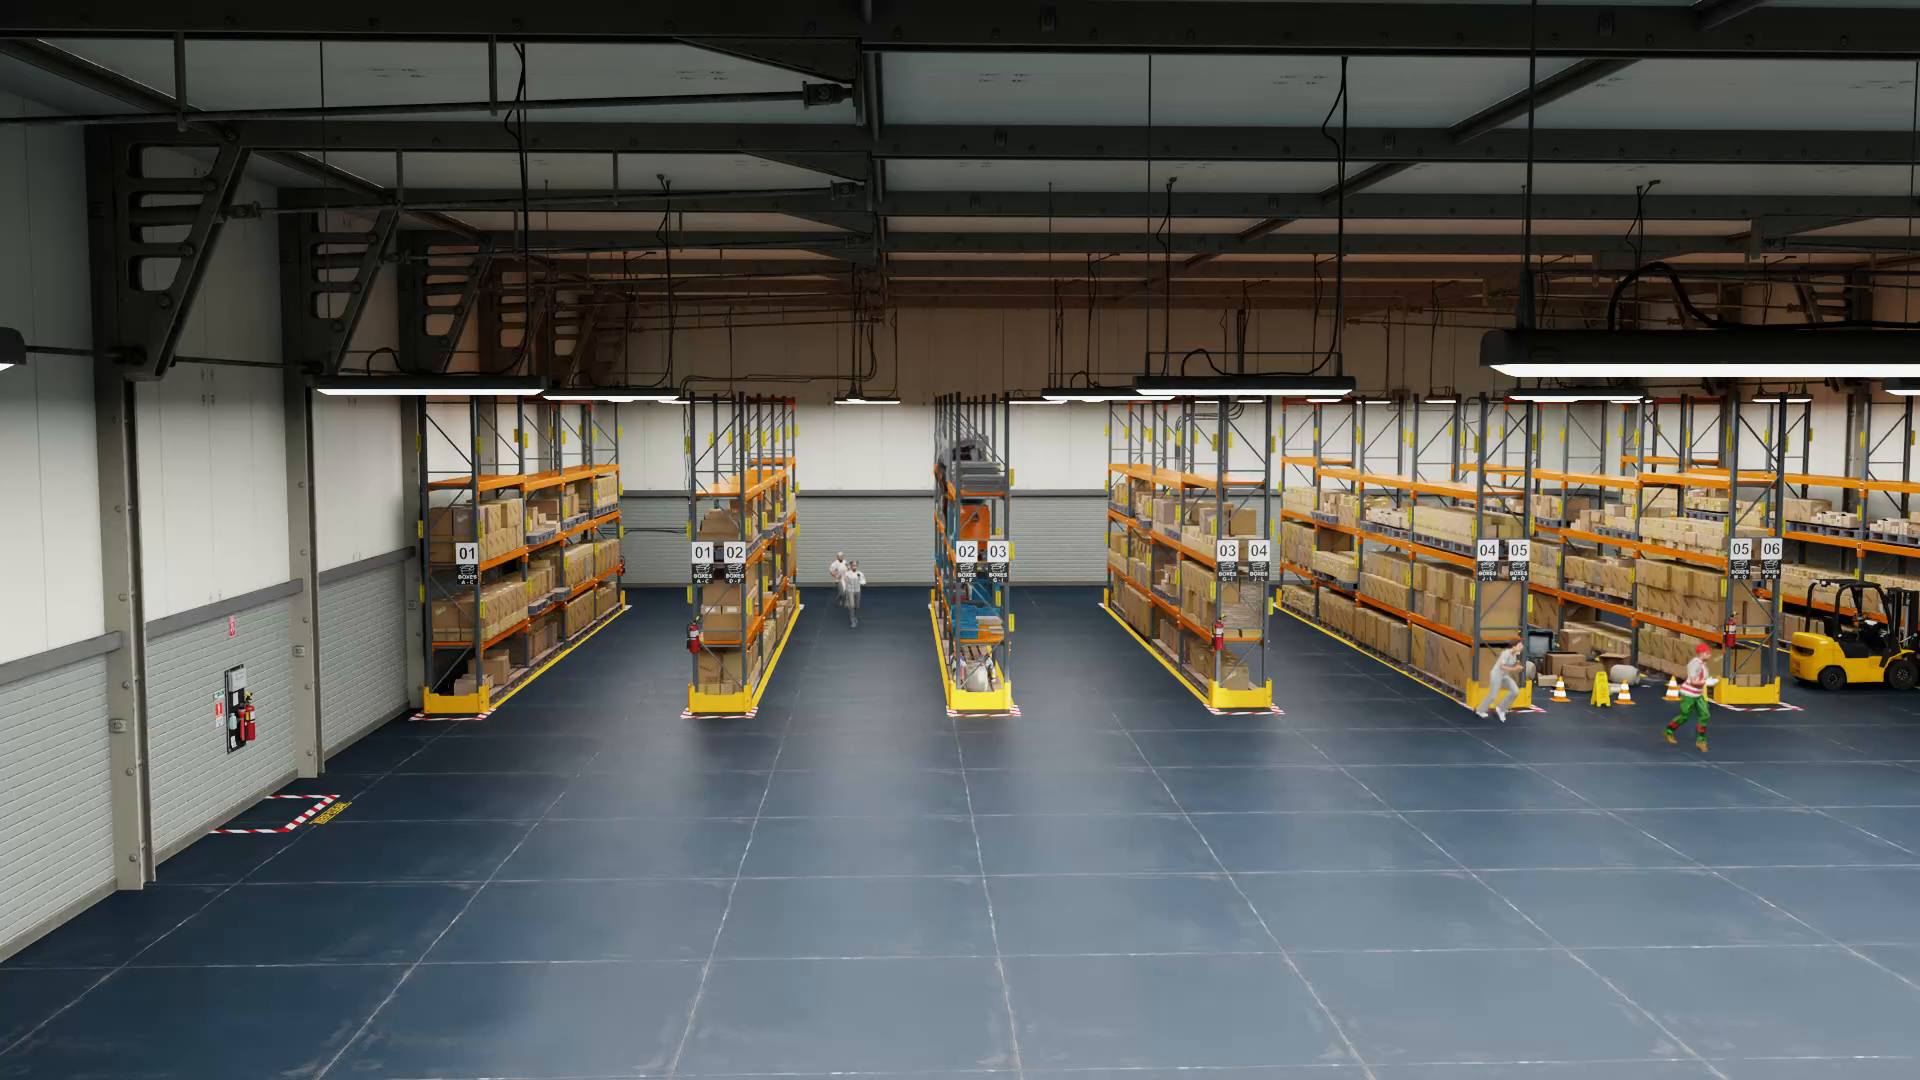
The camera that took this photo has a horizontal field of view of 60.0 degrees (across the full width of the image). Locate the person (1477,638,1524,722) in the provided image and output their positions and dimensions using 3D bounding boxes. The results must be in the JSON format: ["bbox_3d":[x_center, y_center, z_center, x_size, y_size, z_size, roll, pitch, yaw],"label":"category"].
[{"bbox_3d":[9.879,2.527,30.320,0.596,1.551,0.934,-4,6,-43],"label":"person"}]

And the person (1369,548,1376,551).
[{"bbox_3d":[11.395,1.127,45.931,0.657,1.811,0.921,-1,5,-12],"label":"person"}]

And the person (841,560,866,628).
[{"bbox_3d":[-2.758,1.382,43.412,0.599,1.711,0.868,-1,5,-15],"label":"person"}]

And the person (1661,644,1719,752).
[{"bbox_3d":[12.212,2.638,27.785,0.918,1.852,0.660,4,6,44],"label":"person"}]

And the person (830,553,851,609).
[{"bbox_3d":[-3.368,1.150,47.199,0.630,1.606,0.603,-3,5,-32],"label":"person"}]
